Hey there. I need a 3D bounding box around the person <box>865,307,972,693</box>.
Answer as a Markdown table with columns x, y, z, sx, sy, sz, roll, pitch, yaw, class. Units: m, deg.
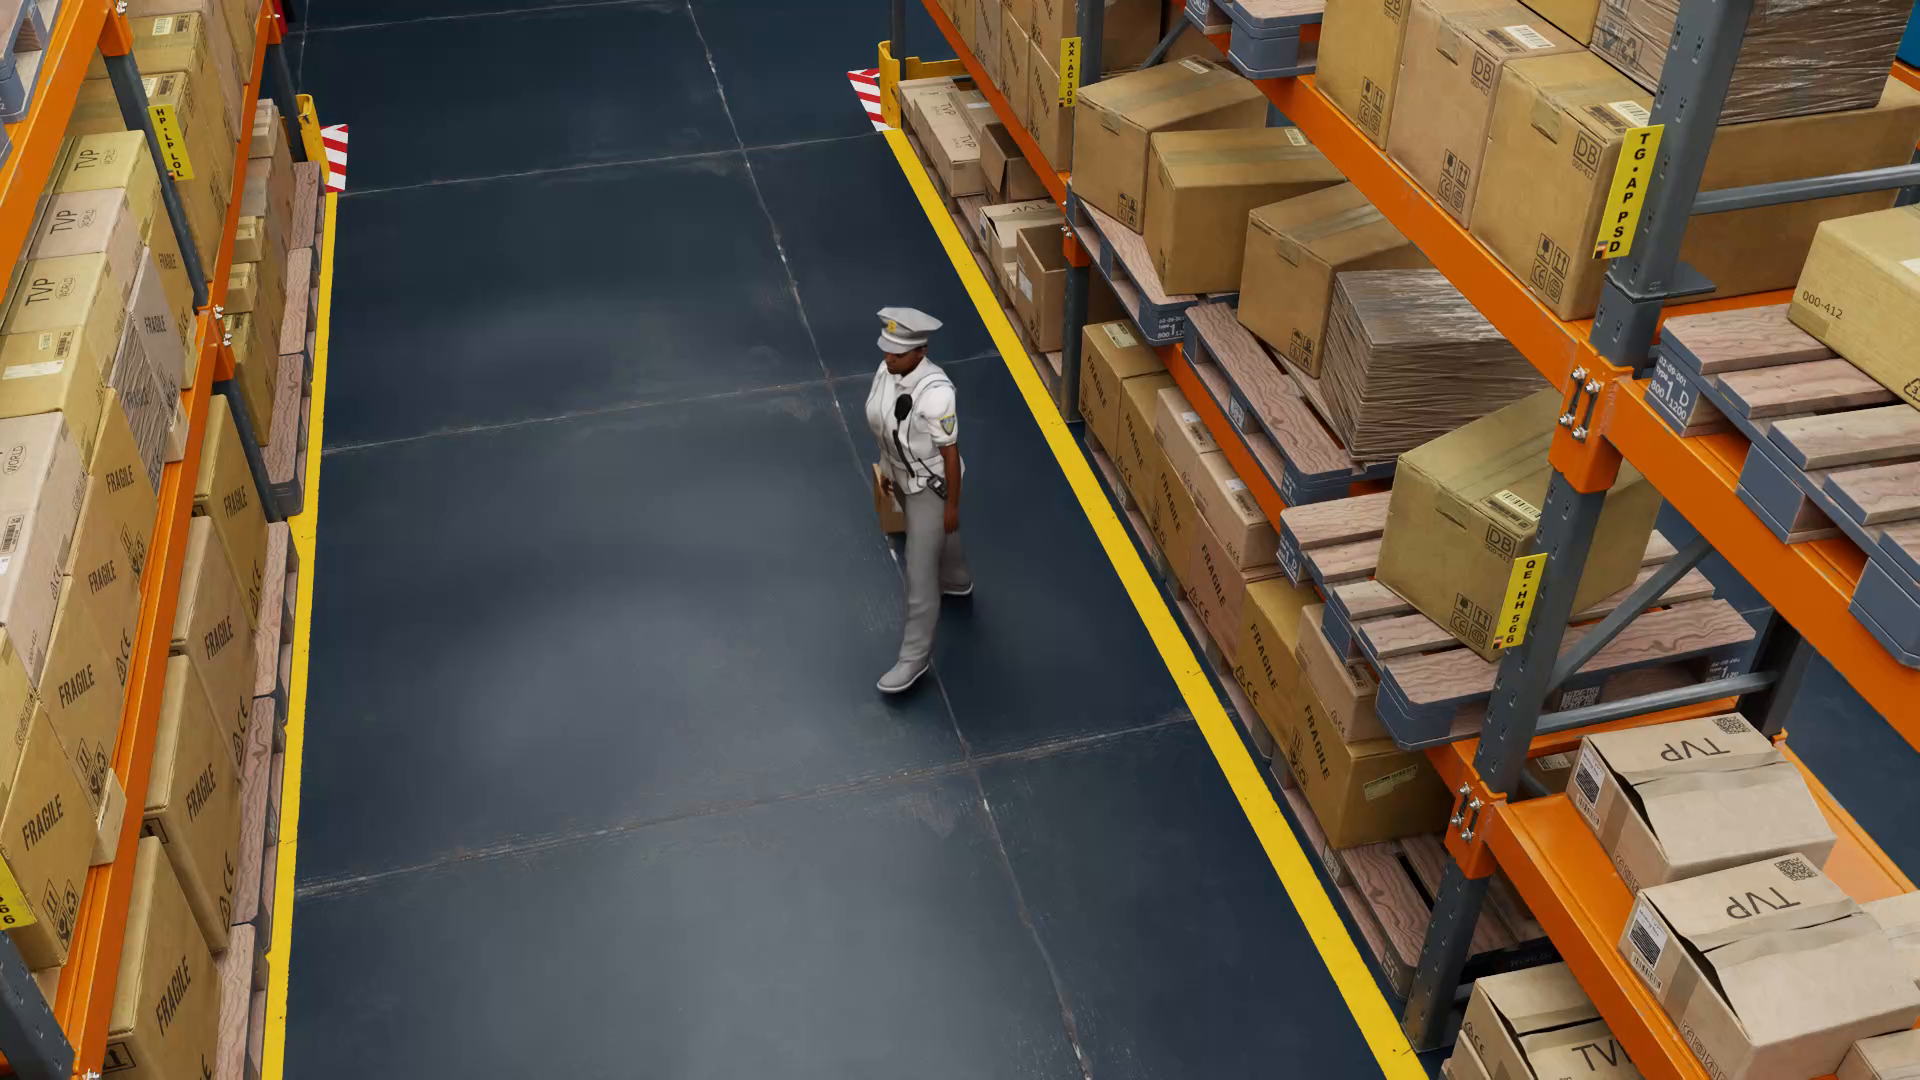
| x | y | z | sx | sy | sz | roll | pitch | yaw | class |
| --- | --- | --- | --- | --- | --- | --- | --- | --- | --- |
| -0.184 | -0.220 | 6.957 | 0.746 | 1.659 | 0.662 | -22 | 43 | -25 | person |
